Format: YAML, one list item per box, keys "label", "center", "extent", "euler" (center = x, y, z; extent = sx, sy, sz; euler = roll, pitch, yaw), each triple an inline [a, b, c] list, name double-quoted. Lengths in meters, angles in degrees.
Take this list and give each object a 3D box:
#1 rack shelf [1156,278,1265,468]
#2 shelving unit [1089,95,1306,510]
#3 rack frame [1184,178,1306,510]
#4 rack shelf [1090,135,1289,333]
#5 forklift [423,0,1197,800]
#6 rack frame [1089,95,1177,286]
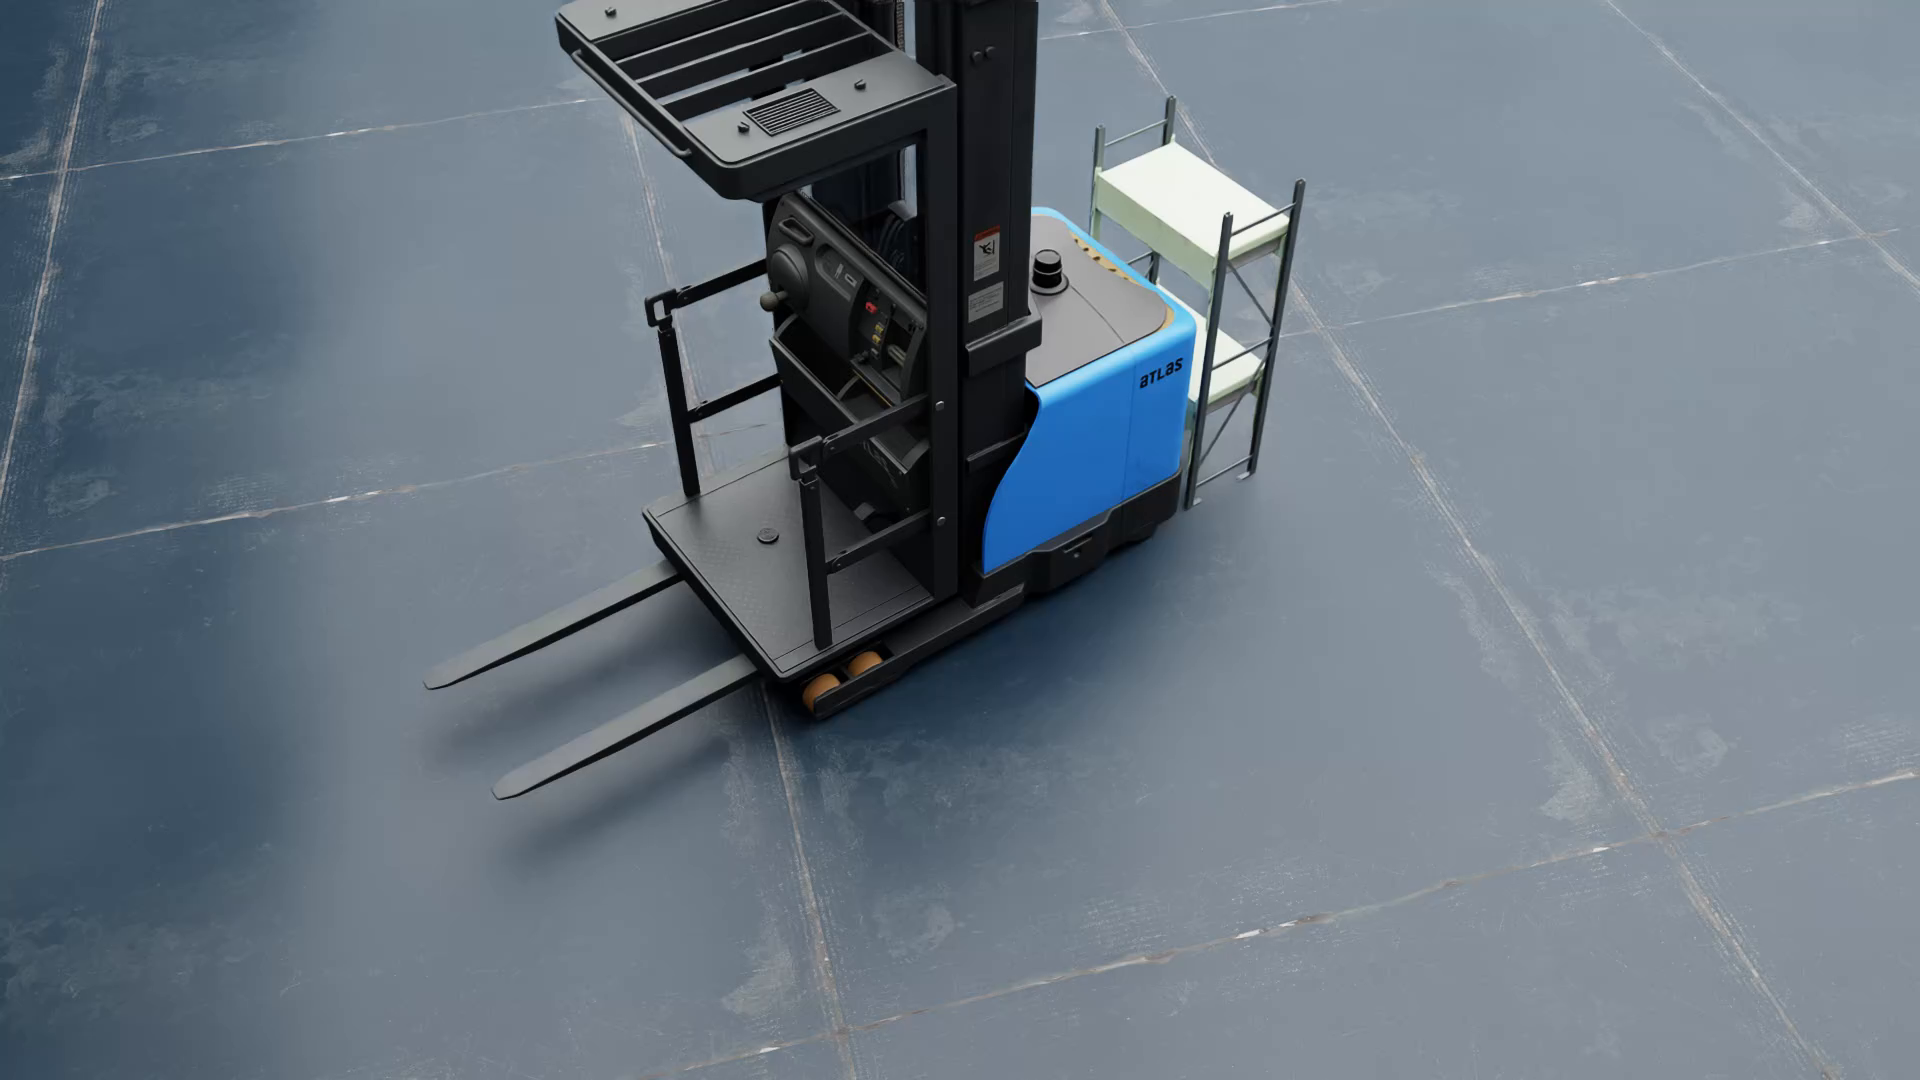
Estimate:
- label: "rack shelf"
  center: [0.912, -0.725, 7.118]
  extent: [0.431, 0.370, 0.720]
  euler: [-27, 52, -24]
- label: "shelving unit"
  center: [0.912, -0.954, 6.885]
  extent: [0.431, 1.500, 0.755]
  euler: [-27, 52, -24]
- label: "rack frame"
  center: [1.128, -0.742, 6.678]
  extent: [0.400, 1.500, 0.023]
  euler: [-27, 52, -24]
- label: "rack shelf"
  center: [0.912, -1.227, 6.607]
  extent: [0.431, 0.370, 0.720]
  euler: [-27, 52, -24]
- label: "forklift"
  center: [-0.574, -0.785, 5.717]
  extent: [3.031, 2.935, 1.130]
  euler: [-27, 51, -24]
- label: "rack frame"
  center: [0.697, -1.165, 7.092]
  extent: [0.400, 1.500, 0.023]
  euler: [-27, 52, -24]
